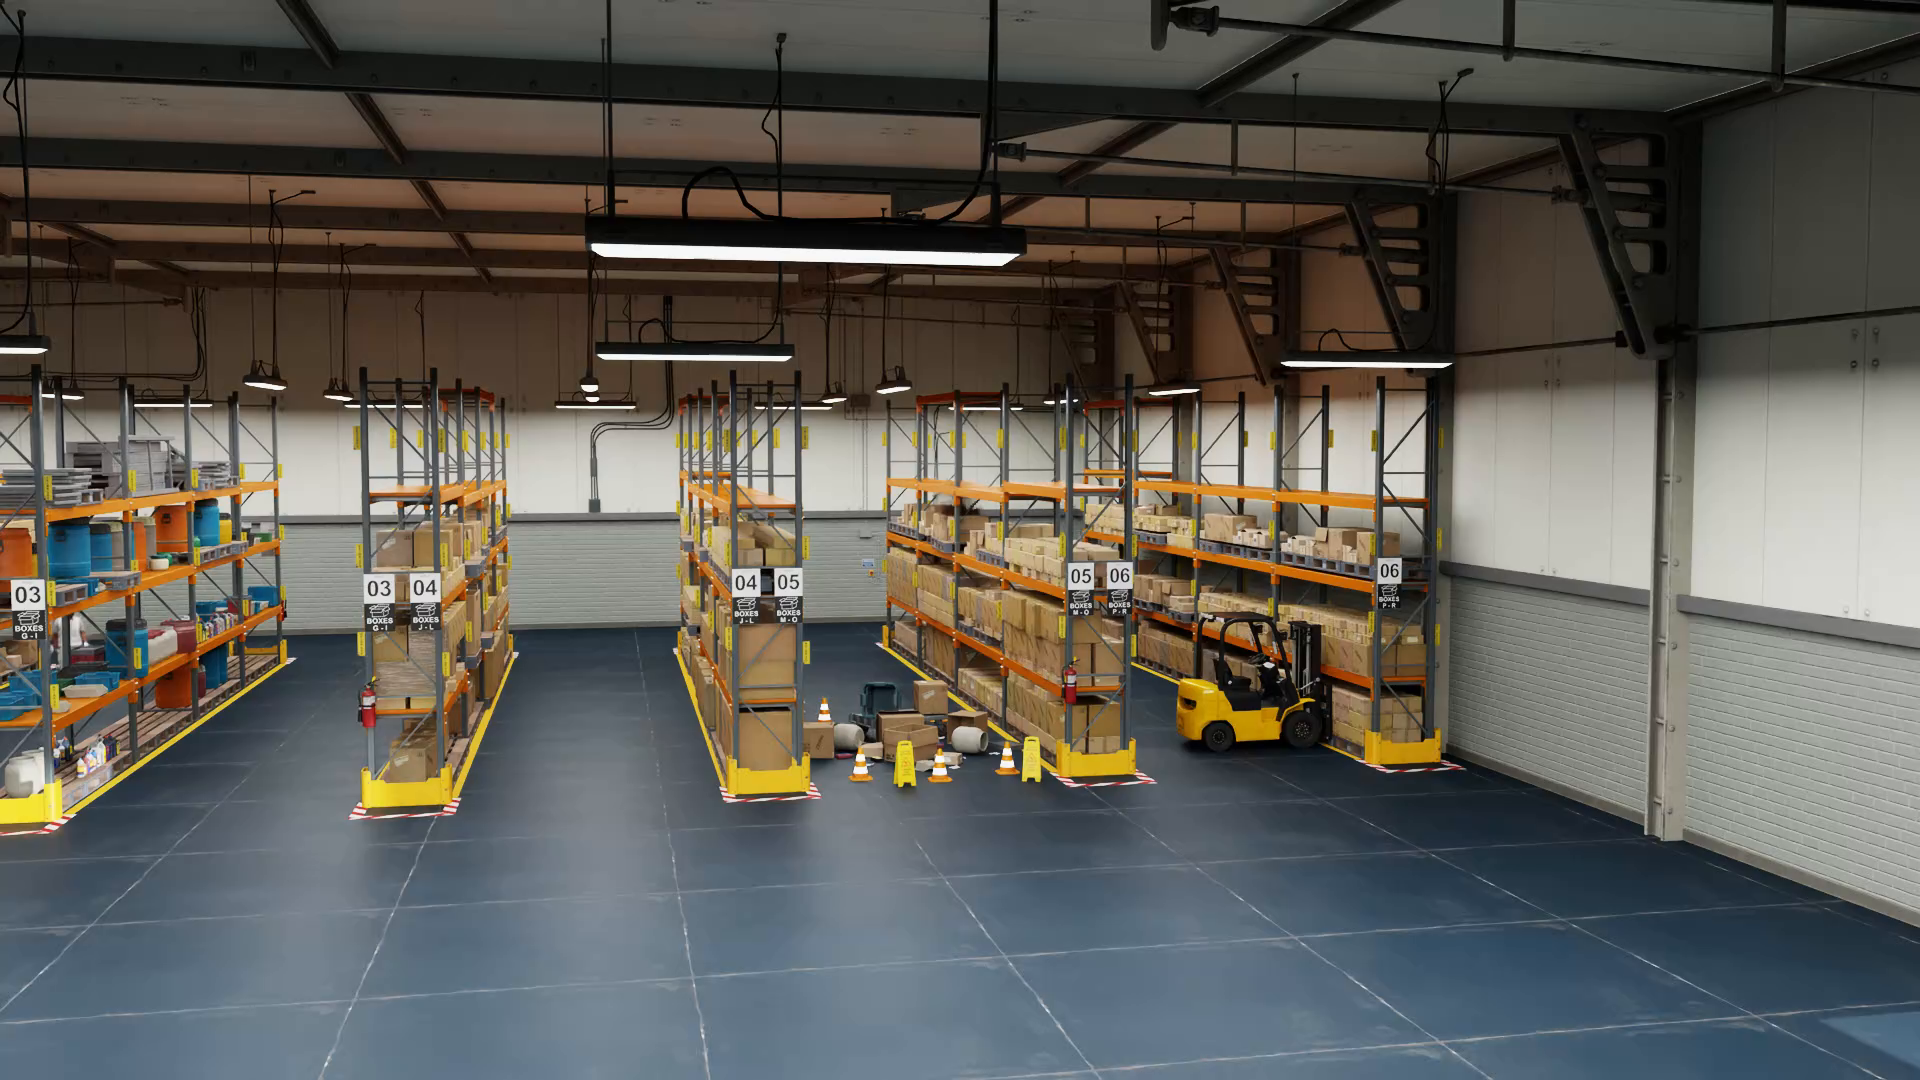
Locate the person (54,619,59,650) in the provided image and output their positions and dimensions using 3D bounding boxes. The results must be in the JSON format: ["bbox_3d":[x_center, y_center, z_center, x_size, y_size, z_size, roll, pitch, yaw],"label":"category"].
[{"bbox_3d":[-21.041,1.841,38.957,0.437,1.622,0.946,-3,5,-43],"label":"person"}]

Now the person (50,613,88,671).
[{"bbox_3d":[-17.947,2.143,33.472,0.770,1.738,1.092,-1,4,-15],"label":"person"}]
